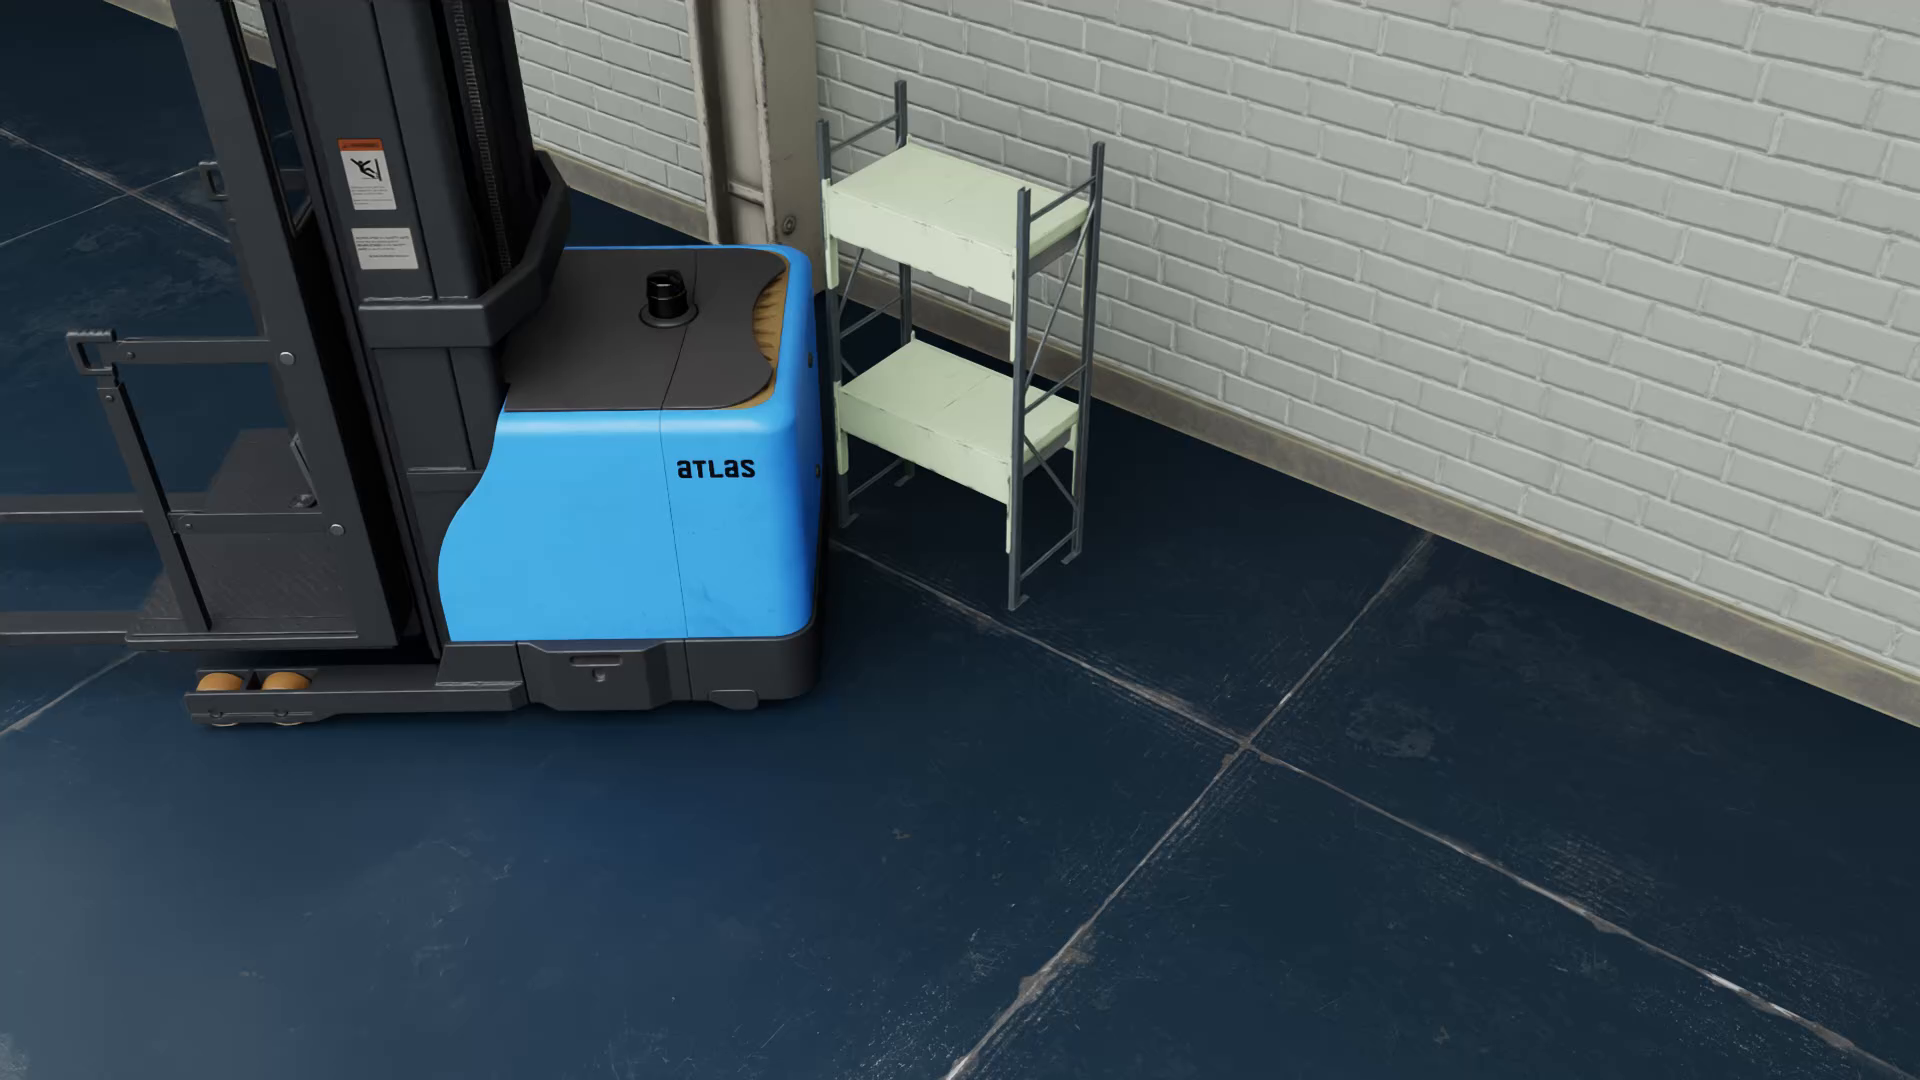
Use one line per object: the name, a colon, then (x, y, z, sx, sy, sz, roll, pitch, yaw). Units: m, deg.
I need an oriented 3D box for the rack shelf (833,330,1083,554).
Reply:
rack shelf: (-0.003, -0.337, 5.492, 0.720, 0.370, 0.431, 25, 45, 29)

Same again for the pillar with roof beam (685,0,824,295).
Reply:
pillar with roof beam: (-3.426, -2.527, 1.678, 0.400, 9.000, 9.100, 25, 45, 29)

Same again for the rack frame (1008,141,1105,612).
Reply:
rack frame: (0.287, -0.456, 5.115, 0.023, 1.500, 0.400, 25, 45, 29)

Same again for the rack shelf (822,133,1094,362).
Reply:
rack shelf: (-0.004, -0.901, 5.050, 0.720, 0.370, 0.431, 25, 45, 29)

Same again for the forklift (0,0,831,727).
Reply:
forklift: (-1.954, -0.921, 4.549, 3.031, 2.935, 1.130, -1, 38, -1)

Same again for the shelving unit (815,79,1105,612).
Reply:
shelving unit: (-0.004, -0.593, 5.291, 0.755, 1.500, 0.431, 25, 45, 29)

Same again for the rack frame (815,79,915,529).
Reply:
rack frame: (-0.294, -0.730, 5.466, 0.023, 1.500, 0.400, 25, 45, 29)
